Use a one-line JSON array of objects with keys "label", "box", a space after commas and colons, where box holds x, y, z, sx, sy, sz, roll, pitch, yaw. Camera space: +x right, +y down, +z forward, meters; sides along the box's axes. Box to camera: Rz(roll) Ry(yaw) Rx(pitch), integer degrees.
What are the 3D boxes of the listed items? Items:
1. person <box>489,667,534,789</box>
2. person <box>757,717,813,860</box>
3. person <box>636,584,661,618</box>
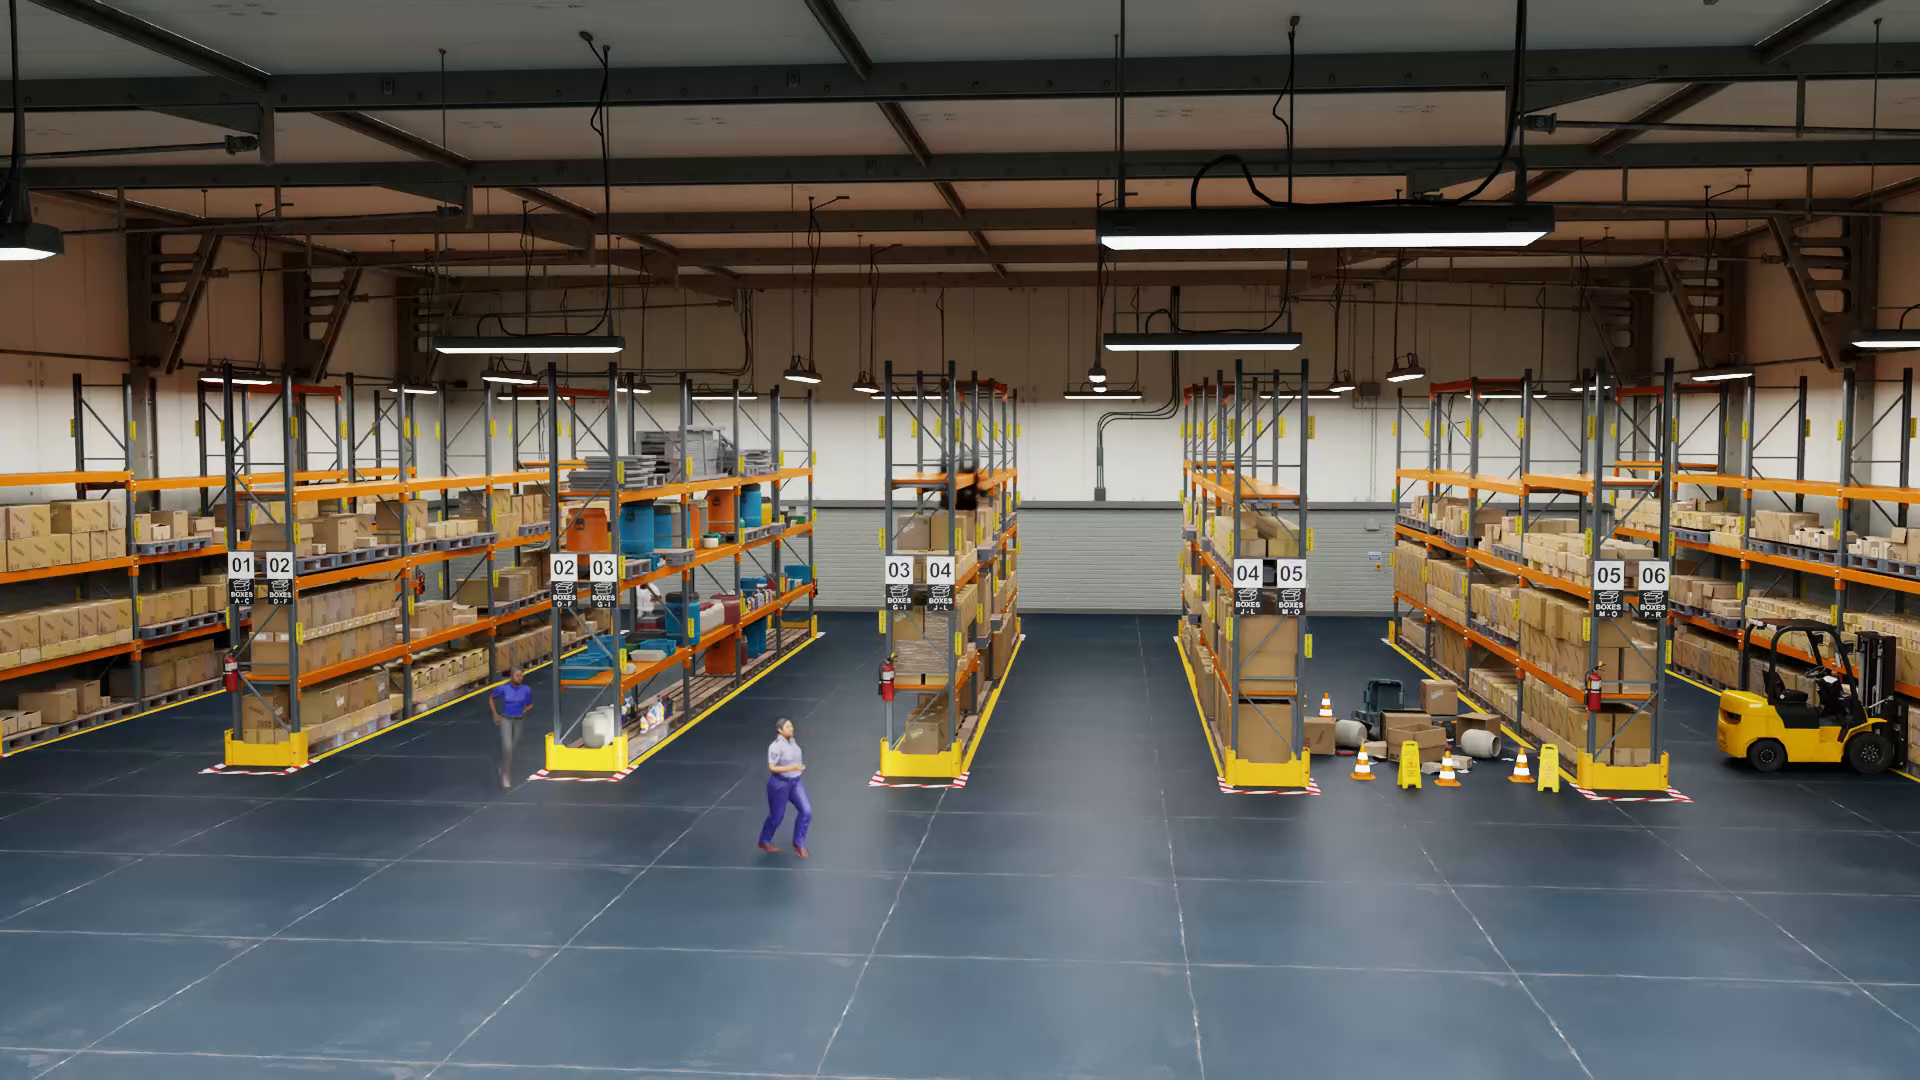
[{"label": "person", "box": [-6.377, 2.645, 23.689, 0.569, 1.683, 0.801, -3, 5, -35]}, {"label": "person", "box": [-2.051, 2.917, 19.437, 0.746, 1.707, 0.583, 3, 5, 34]}, {"label": "person", "box": [-7.211, 1.615, 38.097, 0.736, 1.744, 0.981, 0, 4, -2]}]
